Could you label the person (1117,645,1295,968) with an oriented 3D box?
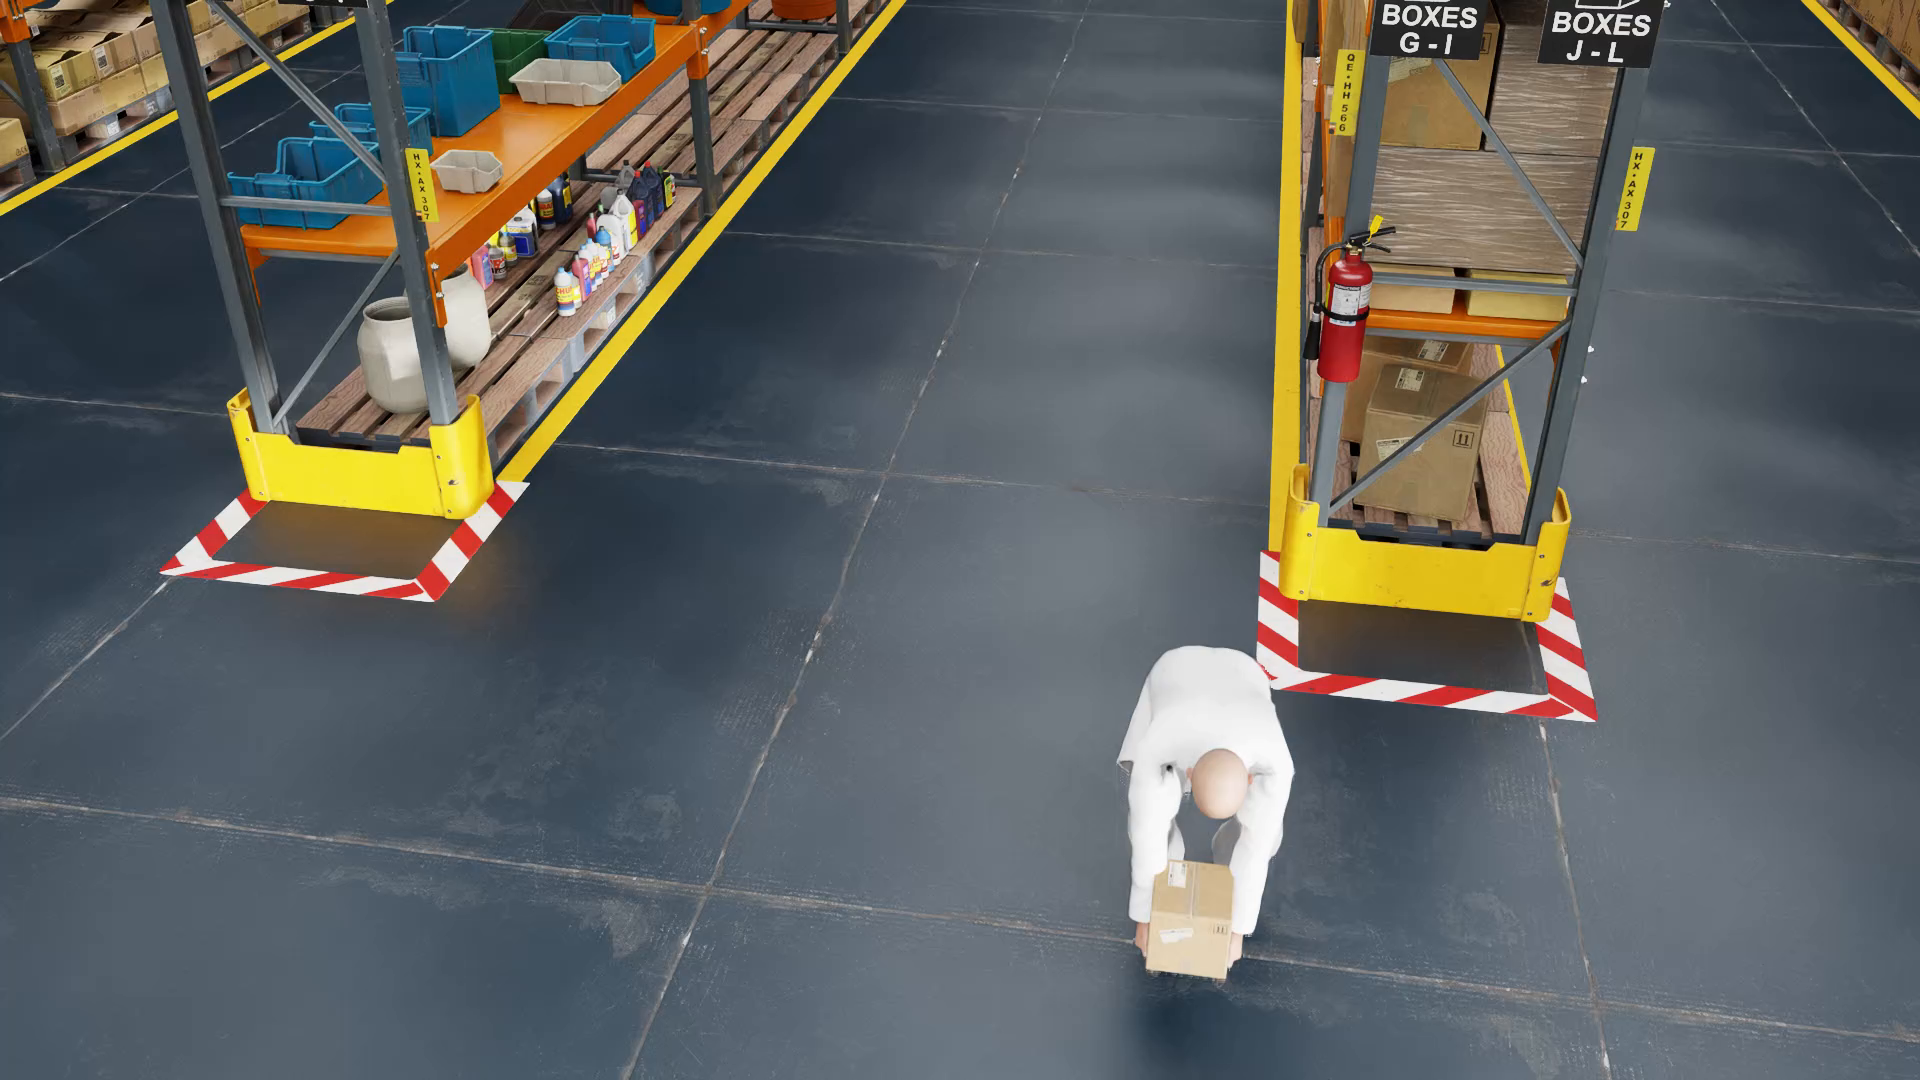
[{"bbox_3d":[0.803,0.881,5.476,0.591,0.997,0.939,4,32,6],"label":"person"}]
